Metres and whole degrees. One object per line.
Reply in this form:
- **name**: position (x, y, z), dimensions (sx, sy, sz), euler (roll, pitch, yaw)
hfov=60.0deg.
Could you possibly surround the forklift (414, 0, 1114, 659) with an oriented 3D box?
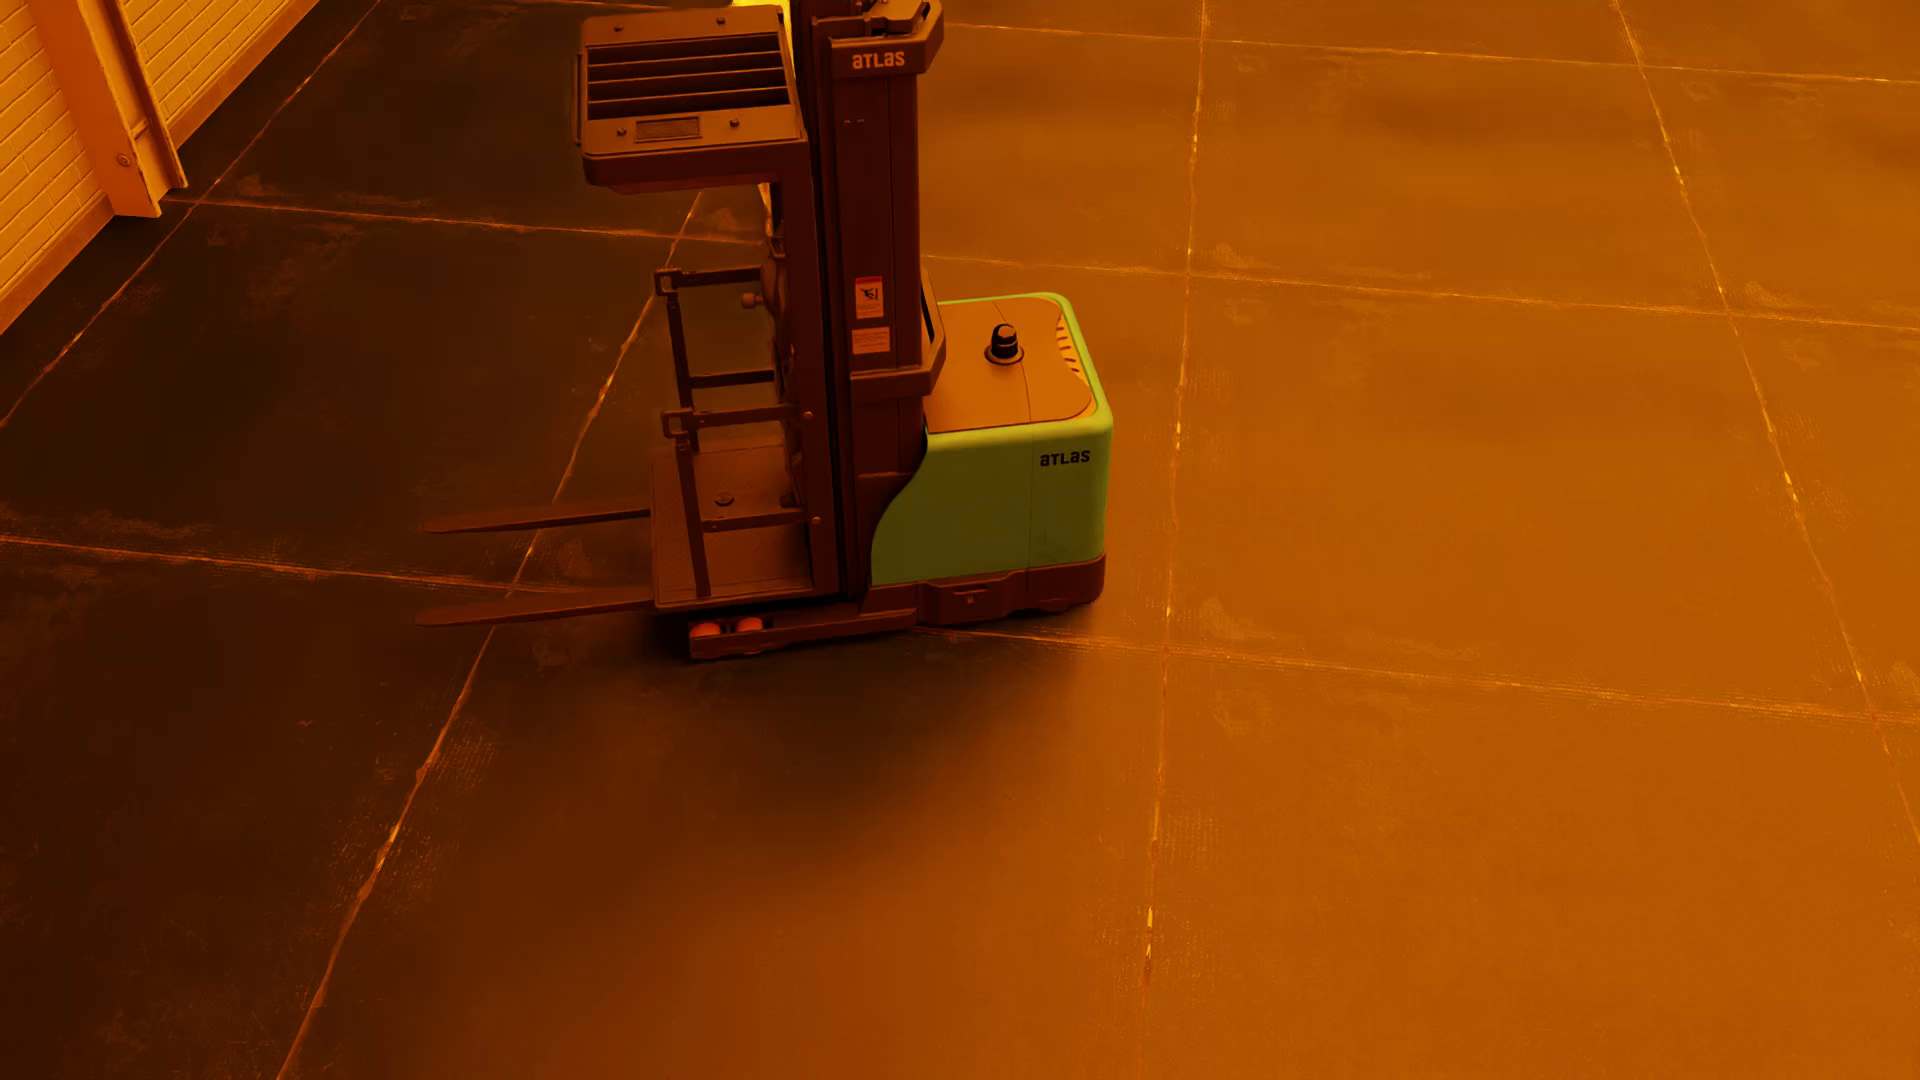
- **forklift**: position (-0.913, -0.941, 6.748), dimensions (3.031, 2.935, 1.130), euler (-6, 43, -7)

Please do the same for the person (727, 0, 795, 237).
- **person**: position (-1.042, -2.580, 9.411), dimensions (1.014, 1.760, 0.768), euler (-19, 46, -20)
